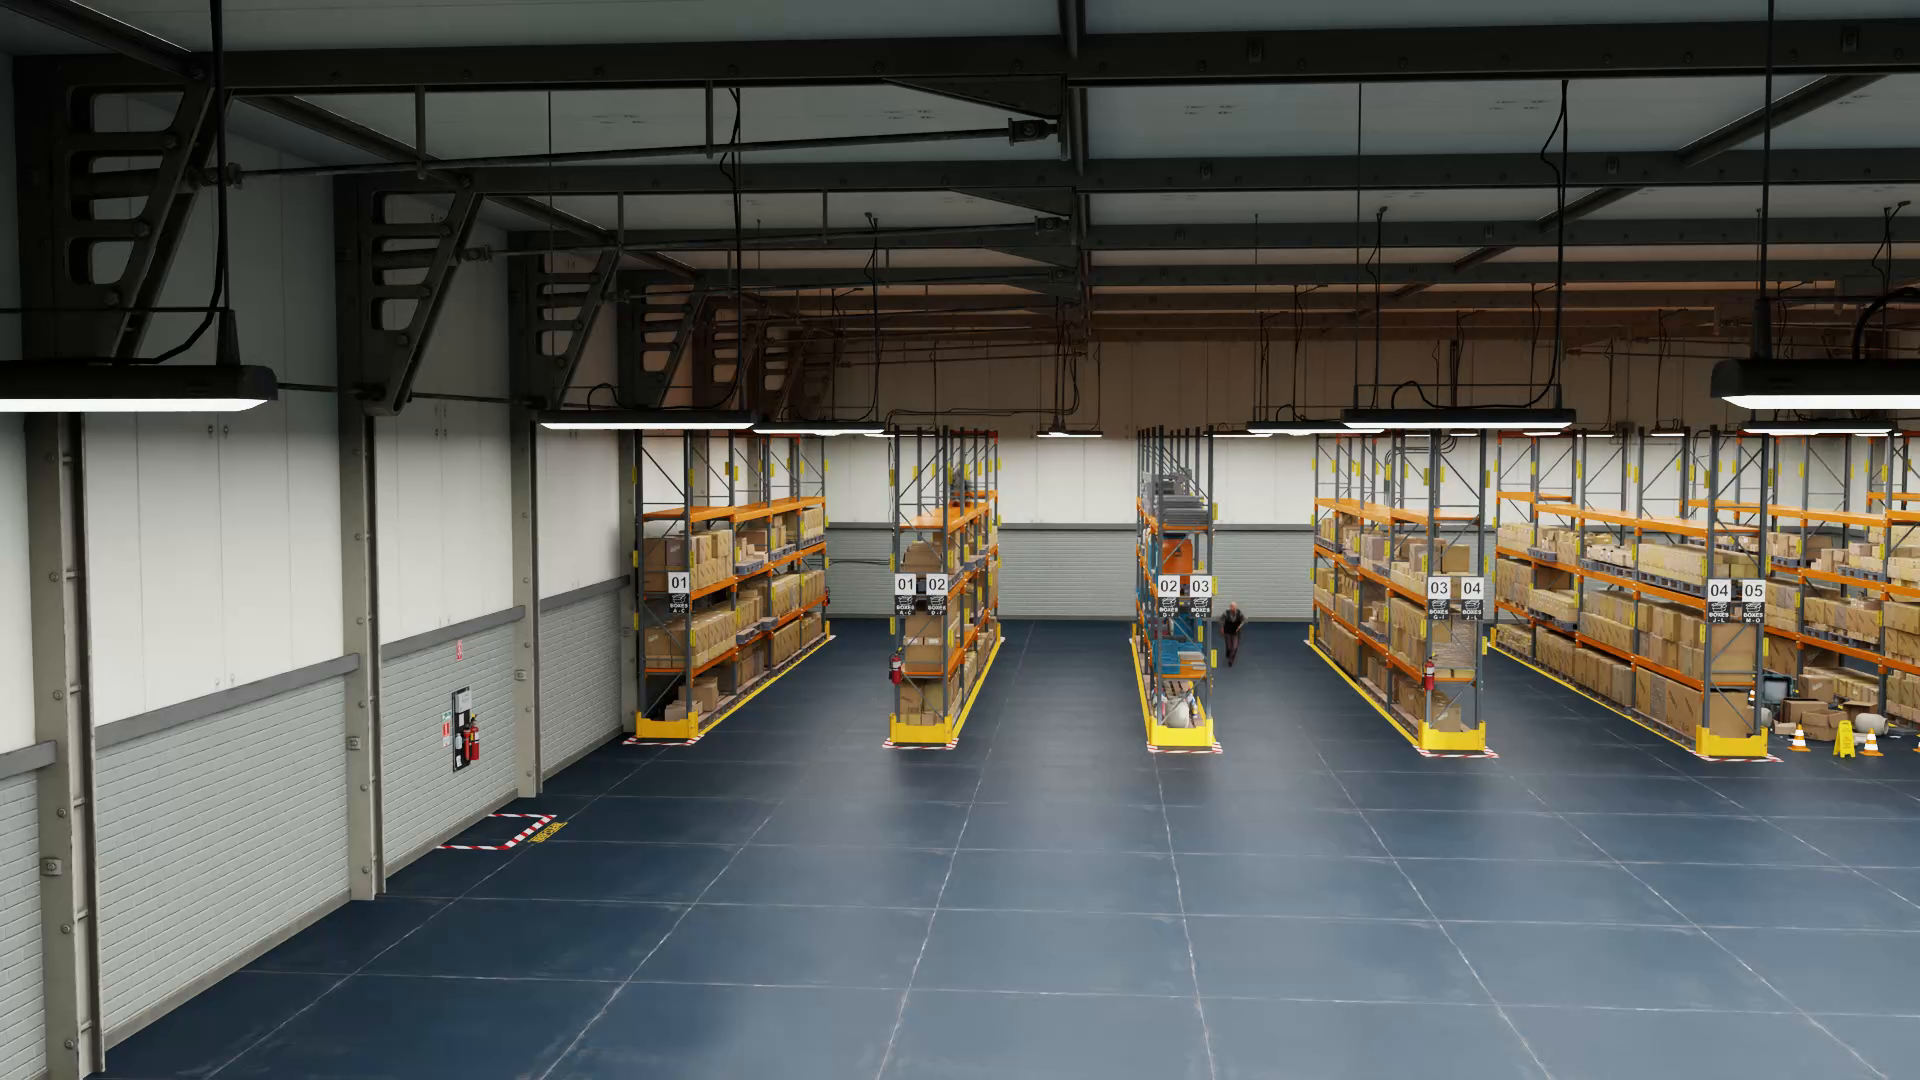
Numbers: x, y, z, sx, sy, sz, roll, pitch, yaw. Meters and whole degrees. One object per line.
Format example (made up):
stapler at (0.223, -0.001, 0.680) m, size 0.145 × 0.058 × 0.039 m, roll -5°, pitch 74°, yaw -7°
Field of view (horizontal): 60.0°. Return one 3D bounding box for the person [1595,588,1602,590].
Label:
person at (17.318, 2.166, 44.966) m, size 0.678 × 1.738 × 0.582 m, roll -1°, pitch 4°, yaw -17°

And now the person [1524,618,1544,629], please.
person at (16.183, 2.111, 47.055) m, size 0.838 × 1.555 × 0.601 m, roll 3°, pitch 4°, yaw 40°

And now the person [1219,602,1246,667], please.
person at (6.893, 2.387, 42.133) m, size 0.652 × 1.658 × 0.746 m, roll 0°, pitch 3°, yaw -1°

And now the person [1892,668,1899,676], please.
person at (22.472, 2.472, 39.570) m, size 0.600 × 1.834 × 0.853 m, roll 0°, pitch 3°, yaw -3°
